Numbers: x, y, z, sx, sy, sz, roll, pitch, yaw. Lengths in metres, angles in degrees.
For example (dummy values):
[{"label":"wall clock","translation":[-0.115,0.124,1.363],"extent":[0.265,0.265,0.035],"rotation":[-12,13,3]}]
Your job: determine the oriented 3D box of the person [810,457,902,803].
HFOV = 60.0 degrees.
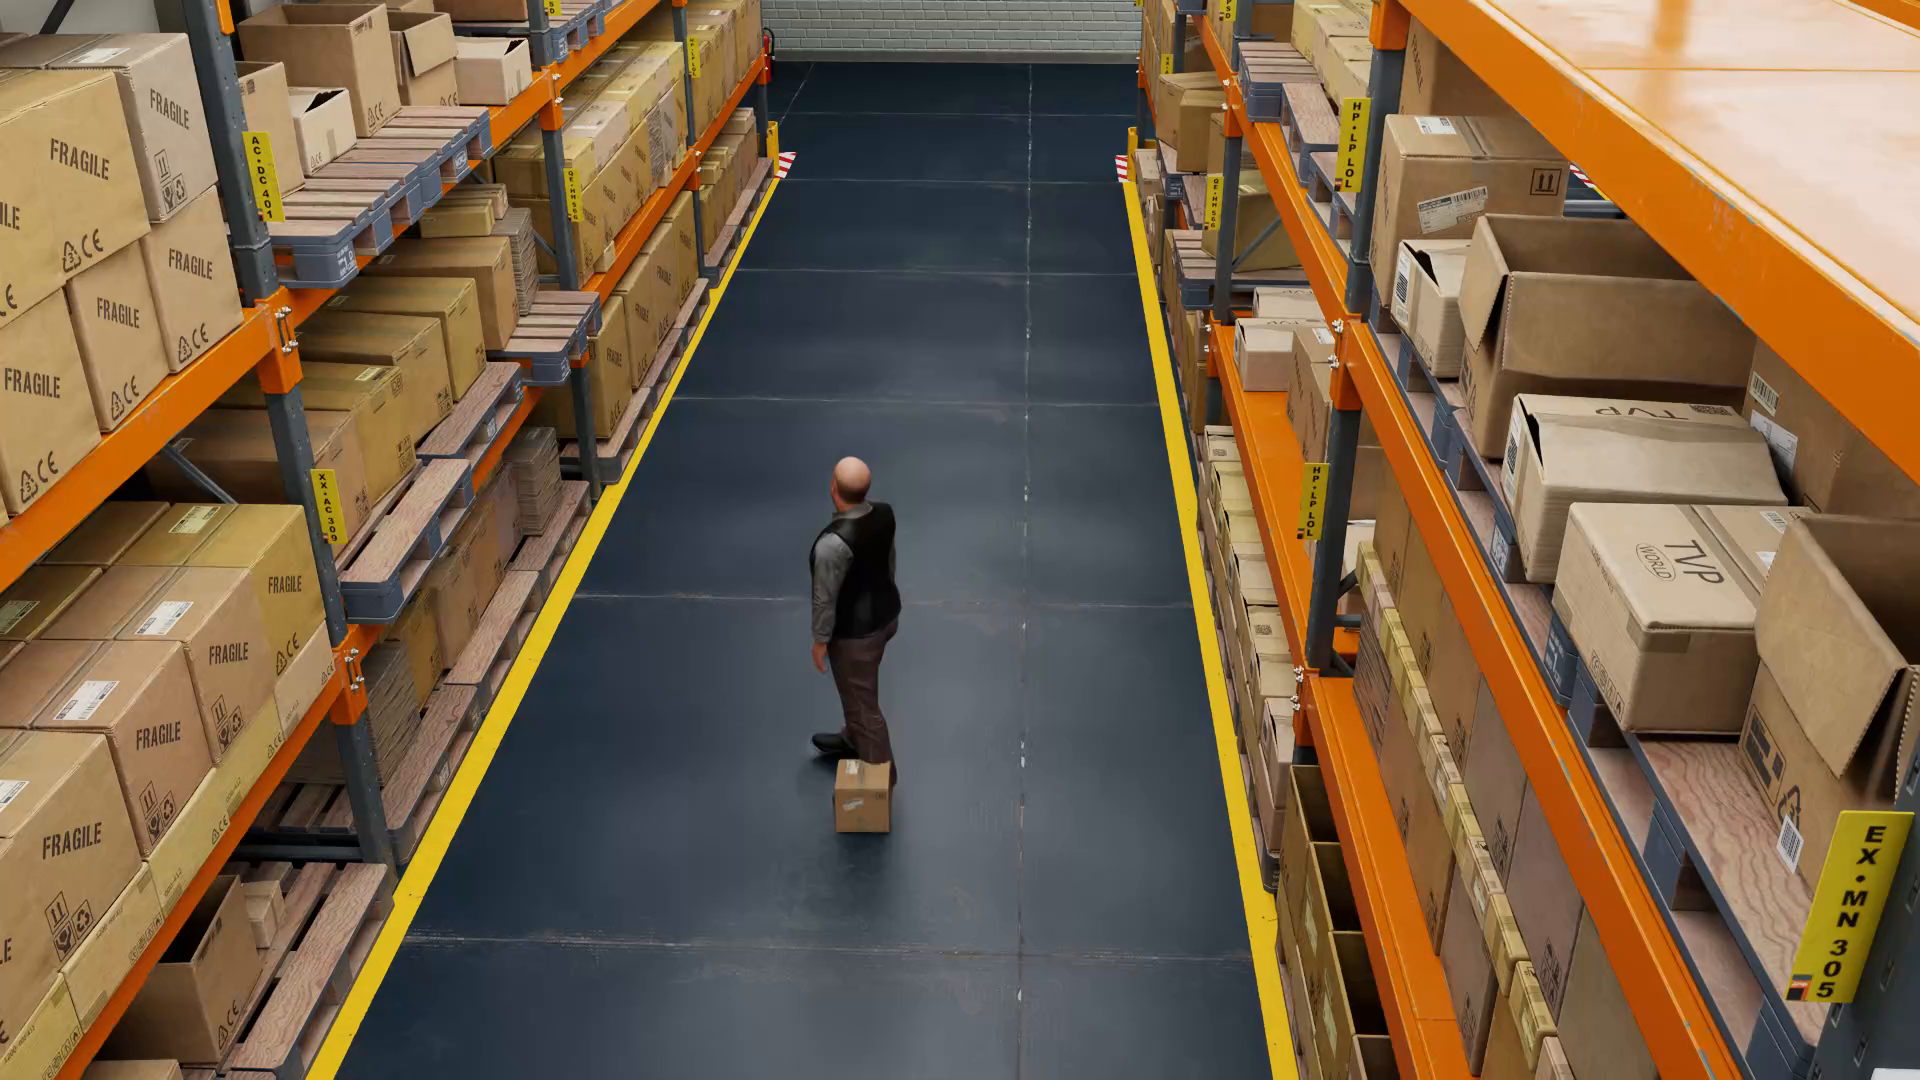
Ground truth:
[{"label":"person","translation":[-0.526,0.388,7.860],"extent":[0.578,1.718,0.625],"rotation":[12,30,22]}]
